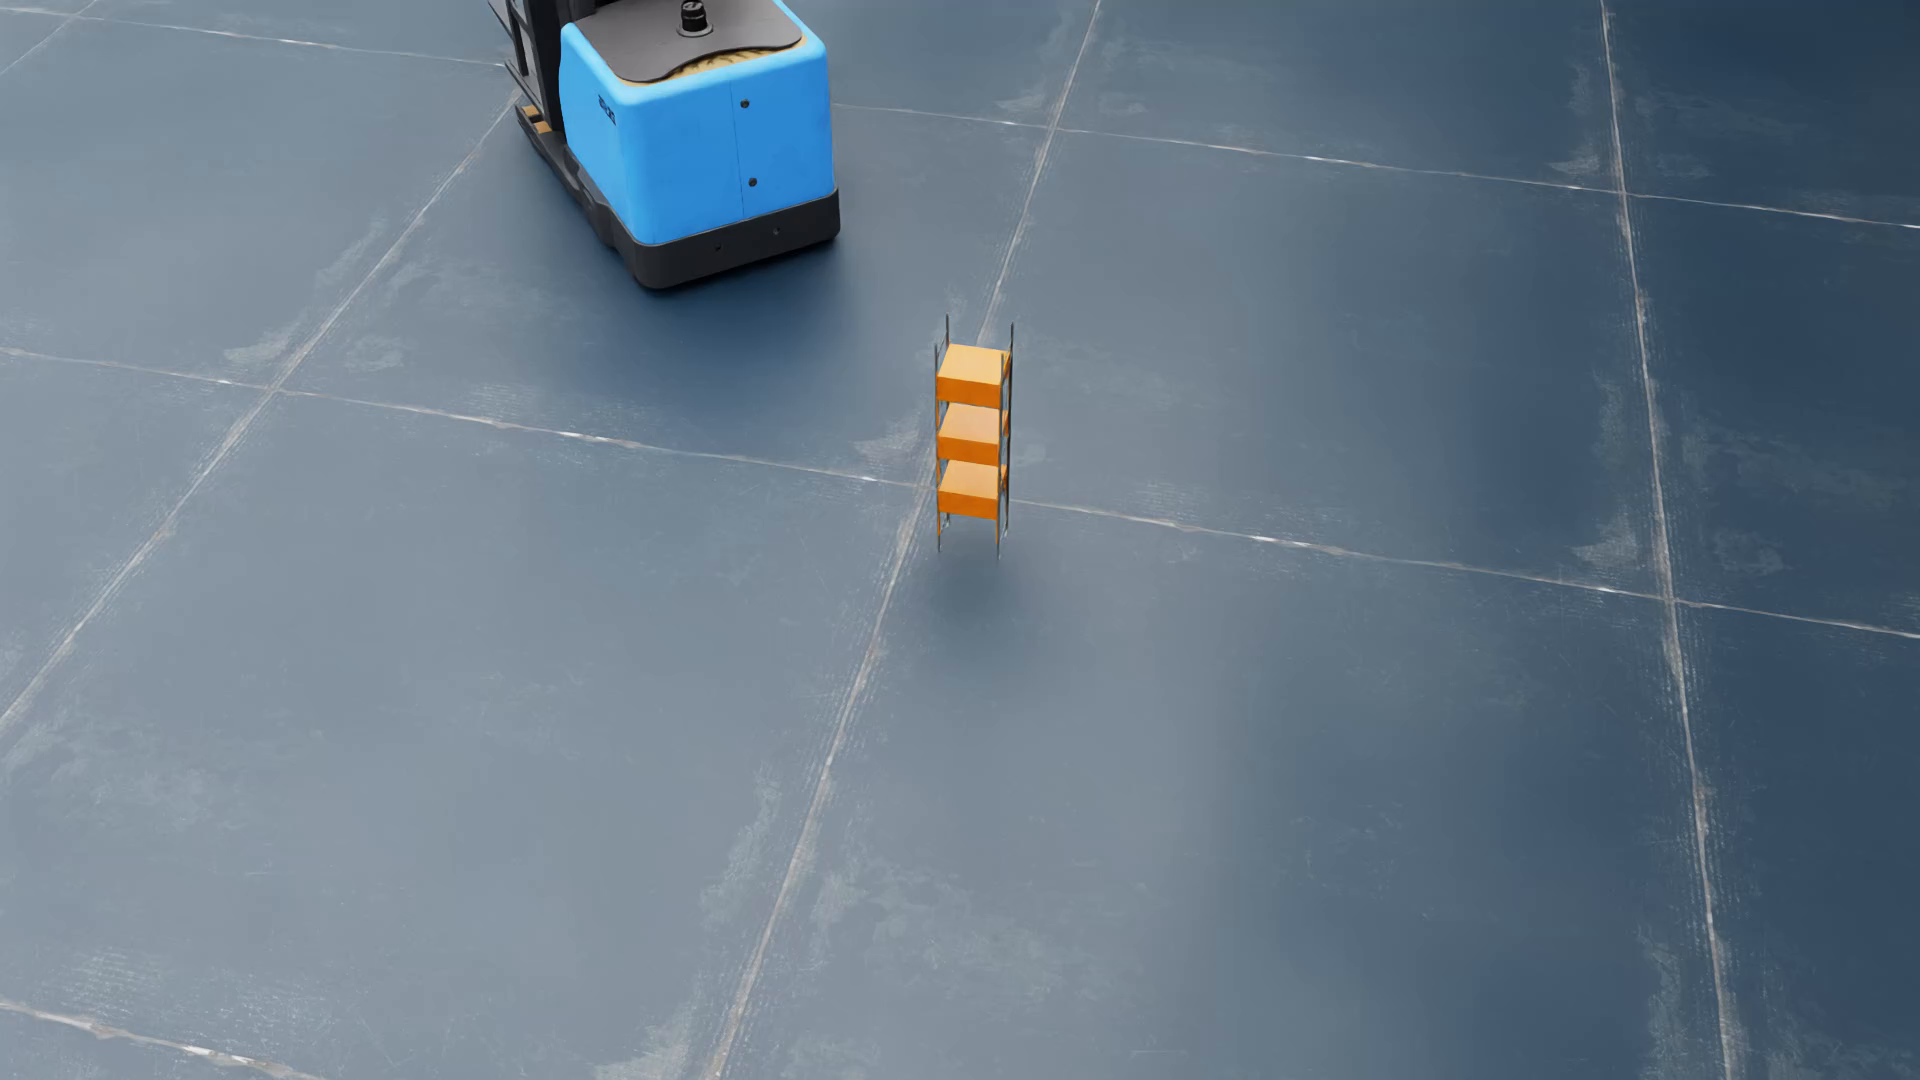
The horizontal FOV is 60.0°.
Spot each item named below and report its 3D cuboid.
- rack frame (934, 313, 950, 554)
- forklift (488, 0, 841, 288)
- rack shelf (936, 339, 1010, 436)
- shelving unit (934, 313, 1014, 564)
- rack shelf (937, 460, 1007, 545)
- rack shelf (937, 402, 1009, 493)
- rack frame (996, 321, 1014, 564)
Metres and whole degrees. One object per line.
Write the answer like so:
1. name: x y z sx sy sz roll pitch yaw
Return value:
1. rack frame: -0.067 -0.389 6.397 0.008 1.050 0.200 9 45 9
2. forklift: -1.742 -3.265 8.029 1.130 2.935 3.031 -21 48 -20
3. rack shelf: 0.052 -0.567 6.188 0.240 0.259 0.215 9 45 9
4. shelving unit: 0.052 -0.370 6.377 0.252 1.050 0.215 9 45 9
5. rack shelf: 0.052 -0.162 6.578 0.240 0.259 0.215 9 45 9
6. rack shelf: 0.052 -0.363 6.385 0.240 0.259 0.215 9 45 9
7. rack frame: 0.171 -0.352 6.358 0.008 1.050 0.200 9 45 9
